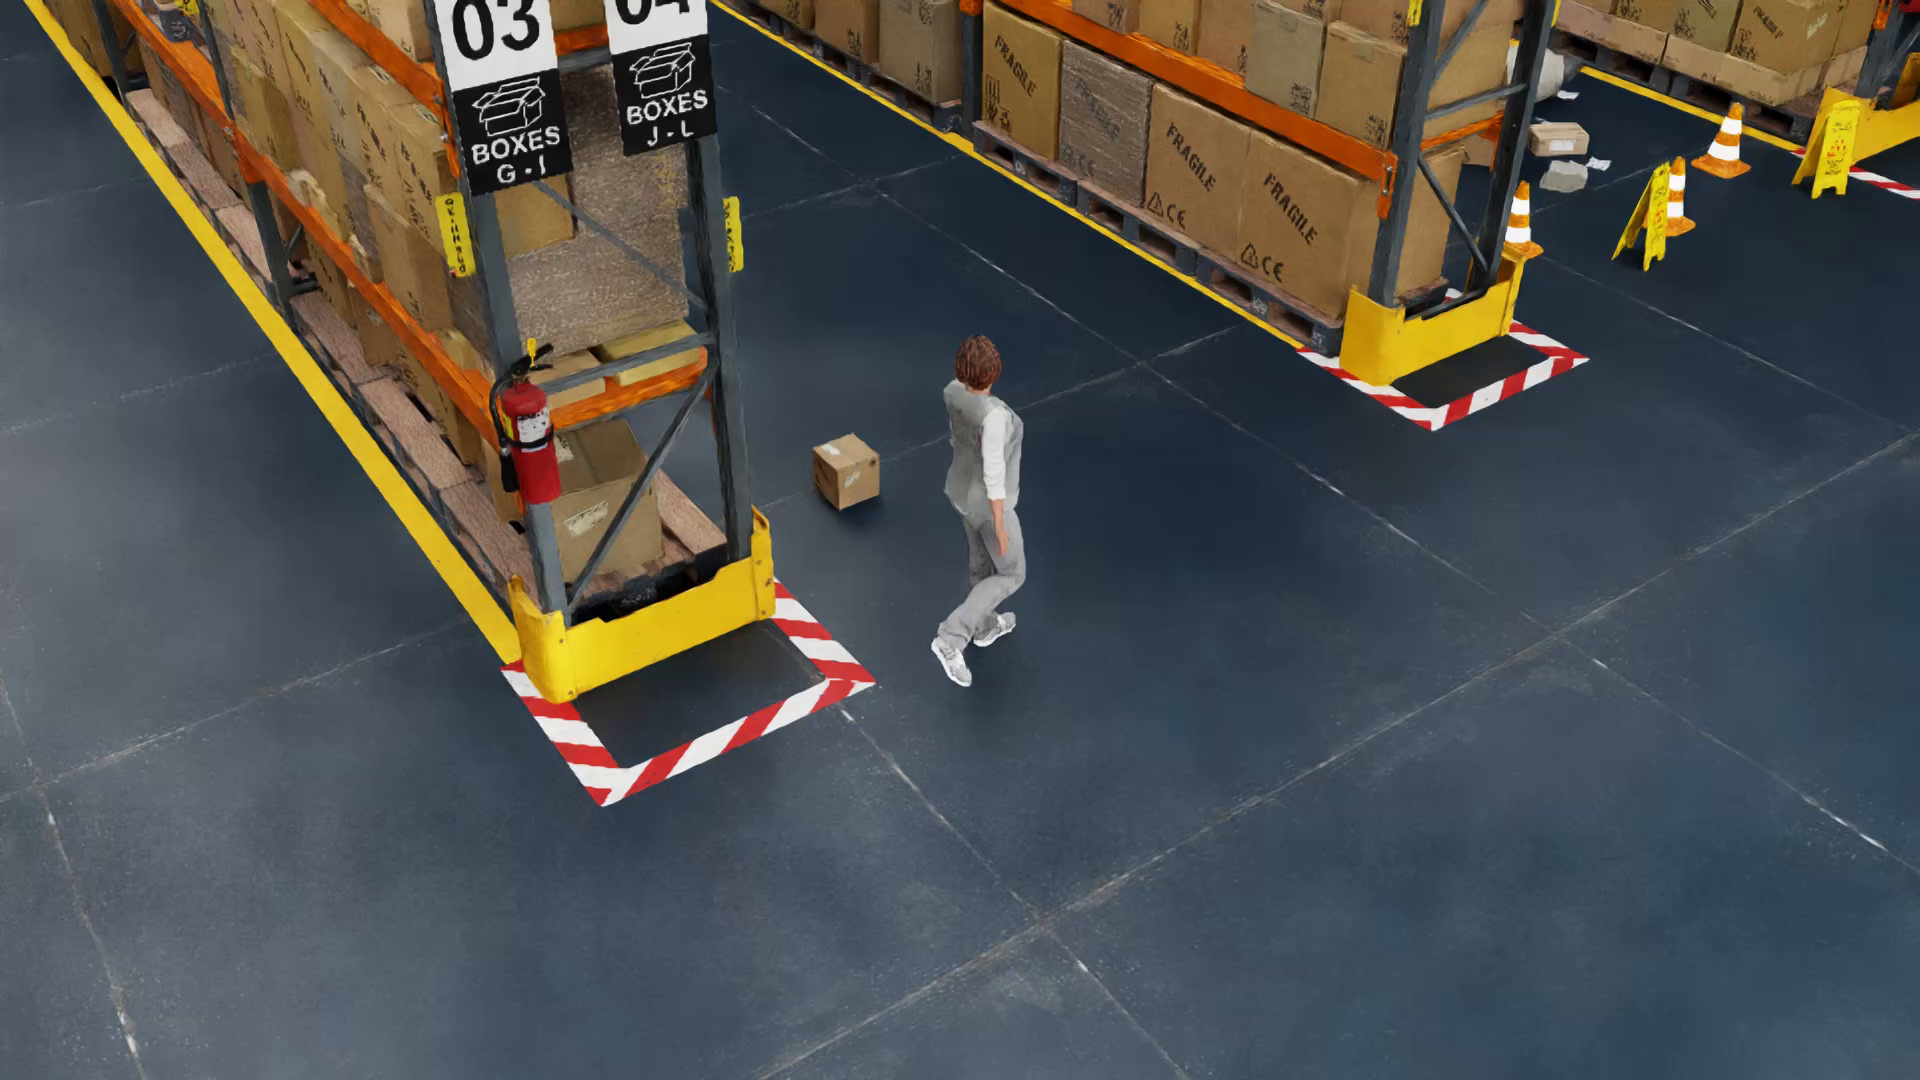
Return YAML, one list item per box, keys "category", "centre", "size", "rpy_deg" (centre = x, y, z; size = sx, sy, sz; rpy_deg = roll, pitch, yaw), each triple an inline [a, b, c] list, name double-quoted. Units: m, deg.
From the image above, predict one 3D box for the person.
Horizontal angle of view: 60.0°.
- category: "person"
  centre: [0.071, -0.109, 7.159]
  size: [0.559, 1.592, 0.610]
  rpy_deg: [-18, 40, -22]
